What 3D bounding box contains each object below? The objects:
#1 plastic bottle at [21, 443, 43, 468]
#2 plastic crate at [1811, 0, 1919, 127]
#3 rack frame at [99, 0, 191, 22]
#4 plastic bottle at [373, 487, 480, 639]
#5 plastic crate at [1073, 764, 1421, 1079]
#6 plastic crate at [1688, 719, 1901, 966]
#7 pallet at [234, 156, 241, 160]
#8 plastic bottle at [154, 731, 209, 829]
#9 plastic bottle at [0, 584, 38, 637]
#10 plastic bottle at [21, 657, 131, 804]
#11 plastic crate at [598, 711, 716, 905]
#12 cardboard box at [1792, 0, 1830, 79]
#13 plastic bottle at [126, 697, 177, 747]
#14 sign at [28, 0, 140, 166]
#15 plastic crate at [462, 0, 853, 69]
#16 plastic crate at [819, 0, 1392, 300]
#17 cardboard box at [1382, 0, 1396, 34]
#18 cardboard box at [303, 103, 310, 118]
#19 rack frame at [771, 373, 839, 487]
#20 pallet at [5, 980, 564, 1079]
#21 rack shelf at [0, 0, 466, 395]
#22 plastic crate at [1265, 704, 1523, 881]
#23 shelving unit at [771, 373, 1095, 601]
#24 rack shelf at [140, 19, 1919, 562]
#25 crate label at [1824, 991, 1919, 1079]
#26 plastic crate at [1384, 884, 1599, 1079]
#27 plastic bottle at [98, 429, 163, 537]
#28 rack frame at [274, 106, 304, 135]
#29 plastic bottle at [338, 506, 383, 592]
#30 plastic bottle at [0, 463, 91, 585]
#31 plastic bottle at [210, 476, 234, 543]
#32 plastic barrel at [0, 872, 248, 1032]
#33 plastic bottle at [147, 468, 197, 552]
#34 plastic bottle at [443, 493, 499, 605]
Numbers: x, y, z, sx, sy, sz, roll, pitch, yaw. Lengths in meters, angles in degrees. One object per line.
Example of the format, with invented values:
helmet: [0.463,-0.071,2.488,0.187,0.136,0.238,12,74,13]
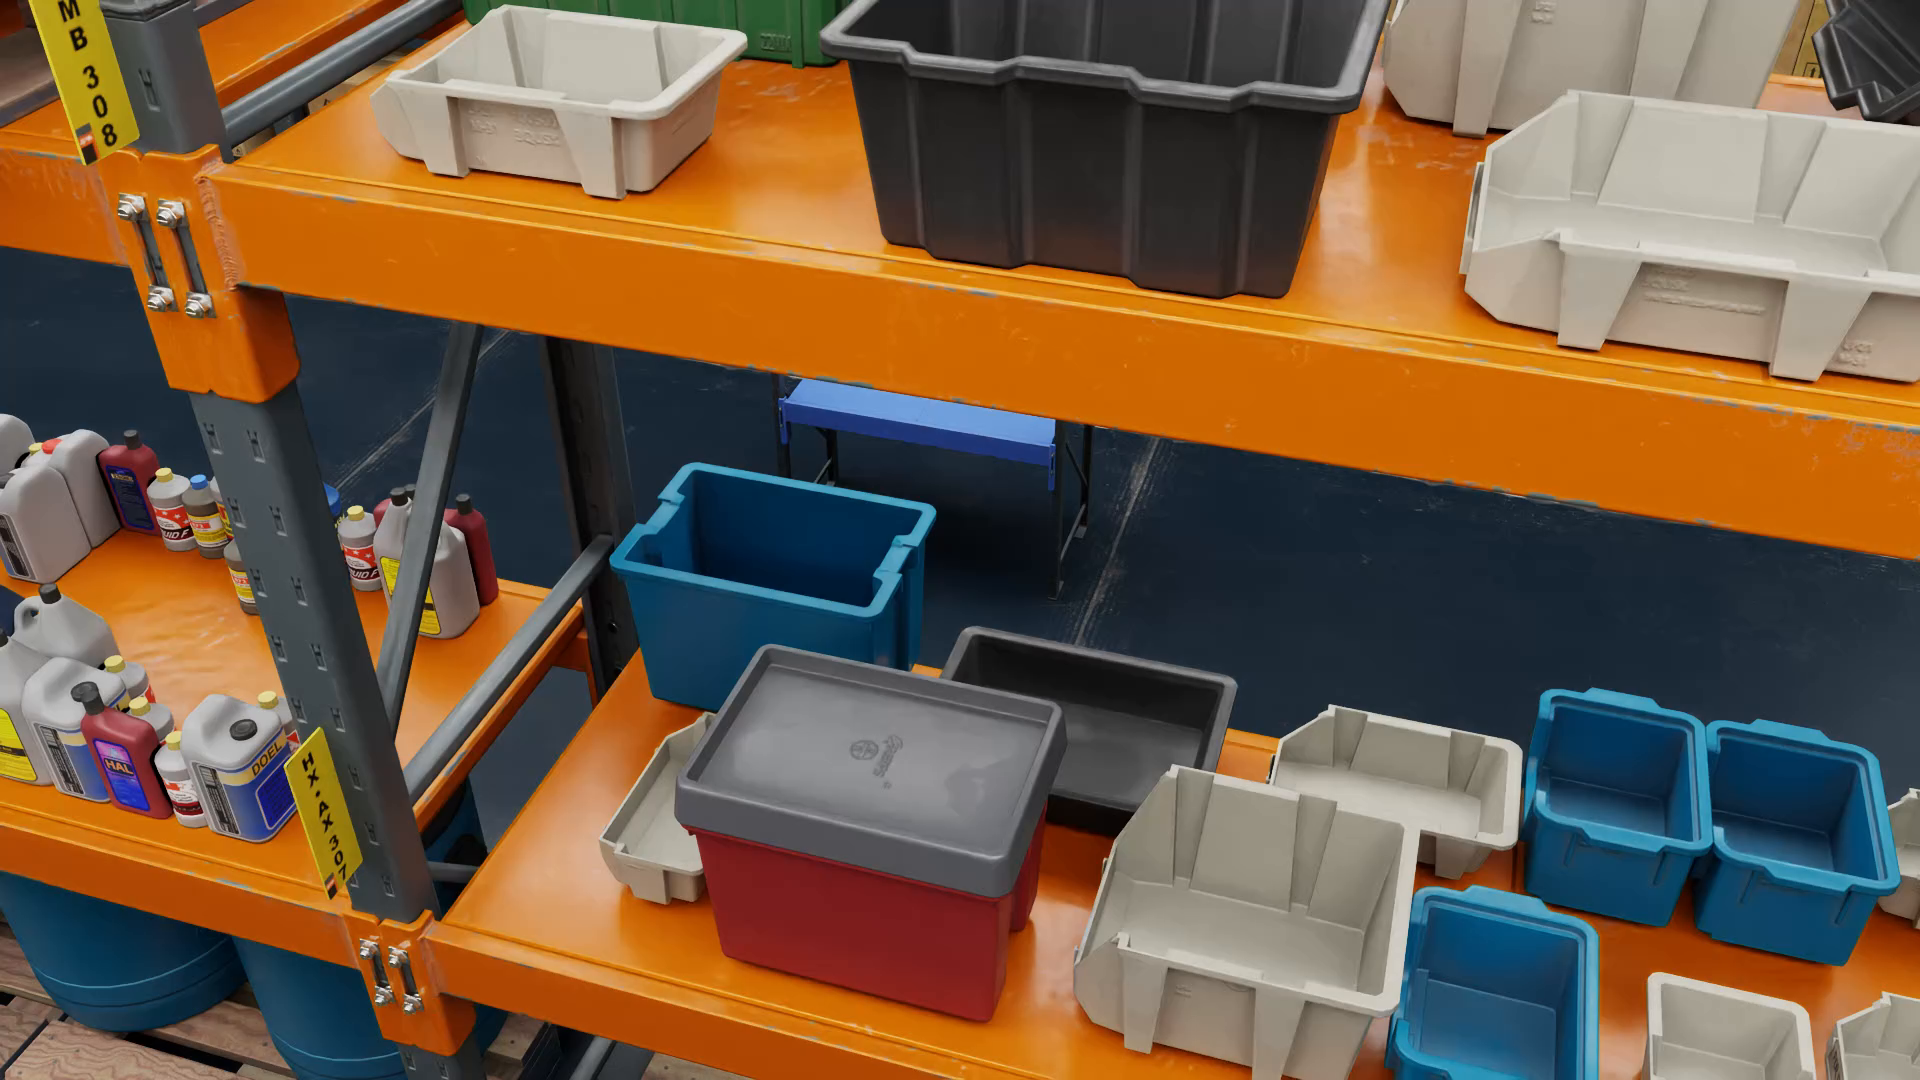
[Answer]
plastic bottle: [-2.235,-0.145,4.084,0.097,0.201,0.097,0,36,0]
plastic crate: [1.521,-0.630,2.097,0.767,0.338,0.504,10,38,14]
rack frame: [-0.921,-2.144,1.572,0.127,3.000,1.000,10,38,14]
plastic bottle: [-1.199,0.039,3.708,0.185,0.351,0.144,10,38,14]
plastic crate: [0.482,0.670,2.859,0.530,0.282,0.437,10,38,14]
plastic crate: [1.503,0.560,3.050,0.300,0.233,0.416,10,38,14]
pallet: [-4.032,-2.281,9.172,1.213,0.211,1.003,10,38,14]
plastic bottle: [-1.512,0.460,3.262,0.097,0.201,0.097,0,36,0]
plastic bottle: [-2.029,0.200,3.489,0.185,0.351,0.144,10,38,14]
plastic bottle: [-1.742,0.371,3.321,0.135,0.276,0.152,10,38,14]
plastic crate: [-0.519,0.517,3.189,0.243,0.136,0.396,10,38,14]
cardboard box: [3.373,-1.878,6.187,0.500,0.500,0.500,11,38,14]
plastic bottle: [-1.621,0.402,3.341,0.097,0.201,0.097,0,36,0]
sign: [-1.086,-0.629,2.036,0.005,0.325,0.100,10,38,14]
plastic crate: [-0.426,-0.947,2.654,0.662,0.188,0.450,10,38,14]
plastic crate: [0.183,-0.509,1.990,0.590,0.269,0.497,10,38,14]
cardboard box: [1.932,-2.148,6.553,0.500,0.500,0.500,10,38,14]
cardboard box: [-3.670,-2.557,9.160,0.500,0.250,0.500,10,38,14]
rack frame: [-0.567,-0.709,5.948,0.032,1.500,0.500,10,38,14]
pallet: [-1.645,1.235,4.394,1.213,0.211,1.003,10,38,14]
rack shelf: [-2.830,-1.000,3.154,4.000,0.370,1.077,10,38,14]
plastic crate: [0.831,0.492,3.223,0.466,0.136,0.293,10,38,14]
shelving unit: [-0.081,-0.619,5.826,1.048,1.500,0.538,10,38,14]
rack shelf: [0.988,-0.293,2.194,4.000,0.370,1.077,10,38,14]
crate label: [1.520,0.925,2.635,0.243,0.136,0.396,10,38,14]
plastic crate: [0.861,0.804,2.717,0.300,0.233,0.416,10,38,14]
plastic bottle: [-1.991,-0.144,4.014,0.133,0.283,0.061,10,38,14]
rack frame: [-3.258,-3.237,8.117,0.127,3.000,1.000,10,38,14]
plastic bottle: [-1.386,0.012,3.871,0.097,0.201,0.097,0,36,0]
plastic bottle: [-2.178,-0.053,3.896,0.135,0.276,0.152,10,38,14]
plastic bottle: [-1.701,-0.074,3.929,0.097,0.271,0.097,0,36,0]
plastic barrel: [-2.111,0.717,4.161,0.708,0.901,0.600,10,38,14]
plastic bottle: [-1.886,-0.080,3.996,0.097,0.201,0.097,0,36,0]
plastic bottle: [-1.143,0.013,3.801,0.133,0.283,0.061,10,38,14]
